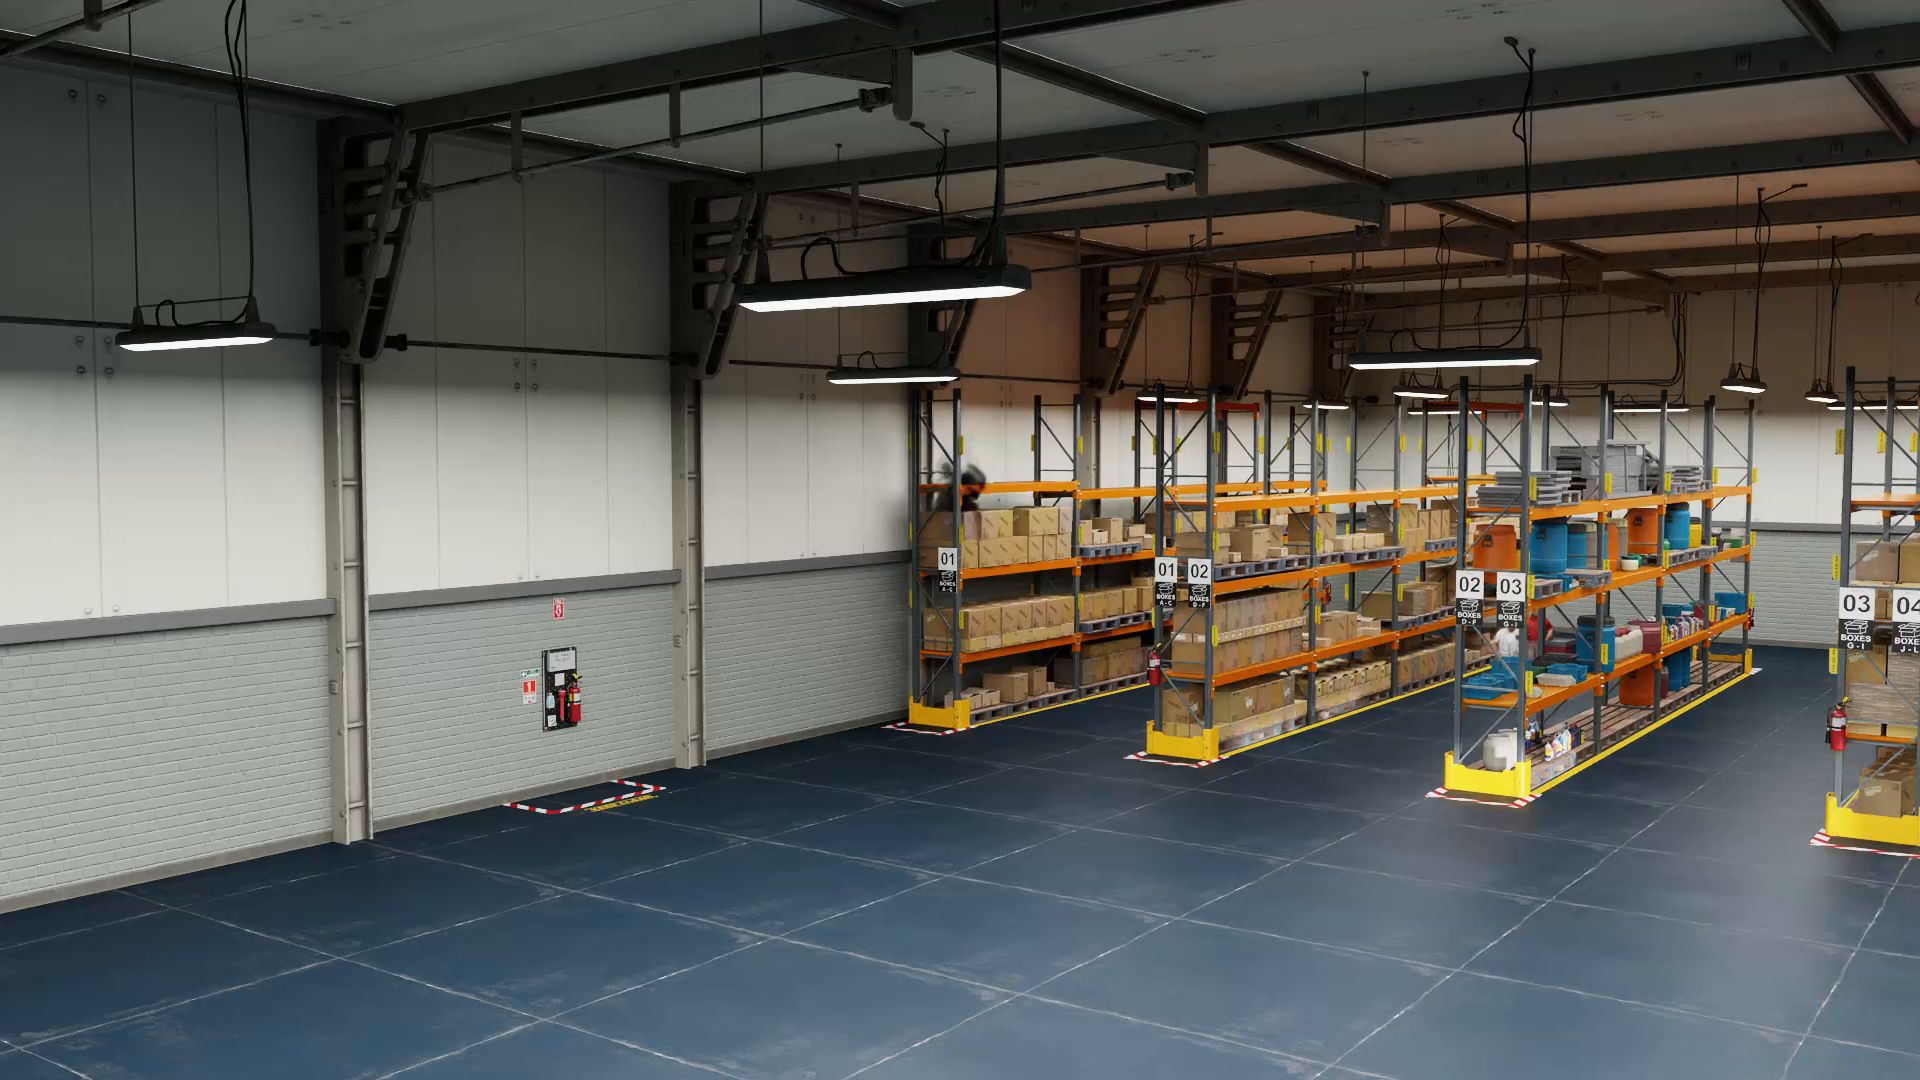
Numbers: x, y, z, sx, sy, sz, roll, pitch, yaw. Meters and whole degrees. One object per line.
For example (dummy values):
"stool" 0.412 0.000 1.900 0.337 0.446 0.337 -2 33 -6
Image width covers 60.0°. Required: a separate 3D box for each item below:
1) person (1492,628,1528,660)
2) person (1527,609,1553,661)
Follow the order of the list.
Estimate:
"person" 10.568 2.311 31.980 0.658 1.739 0.591 1 3 20
"person" 11.807 2.215 34.149 0.645 1.726 0.651 1 4 23
